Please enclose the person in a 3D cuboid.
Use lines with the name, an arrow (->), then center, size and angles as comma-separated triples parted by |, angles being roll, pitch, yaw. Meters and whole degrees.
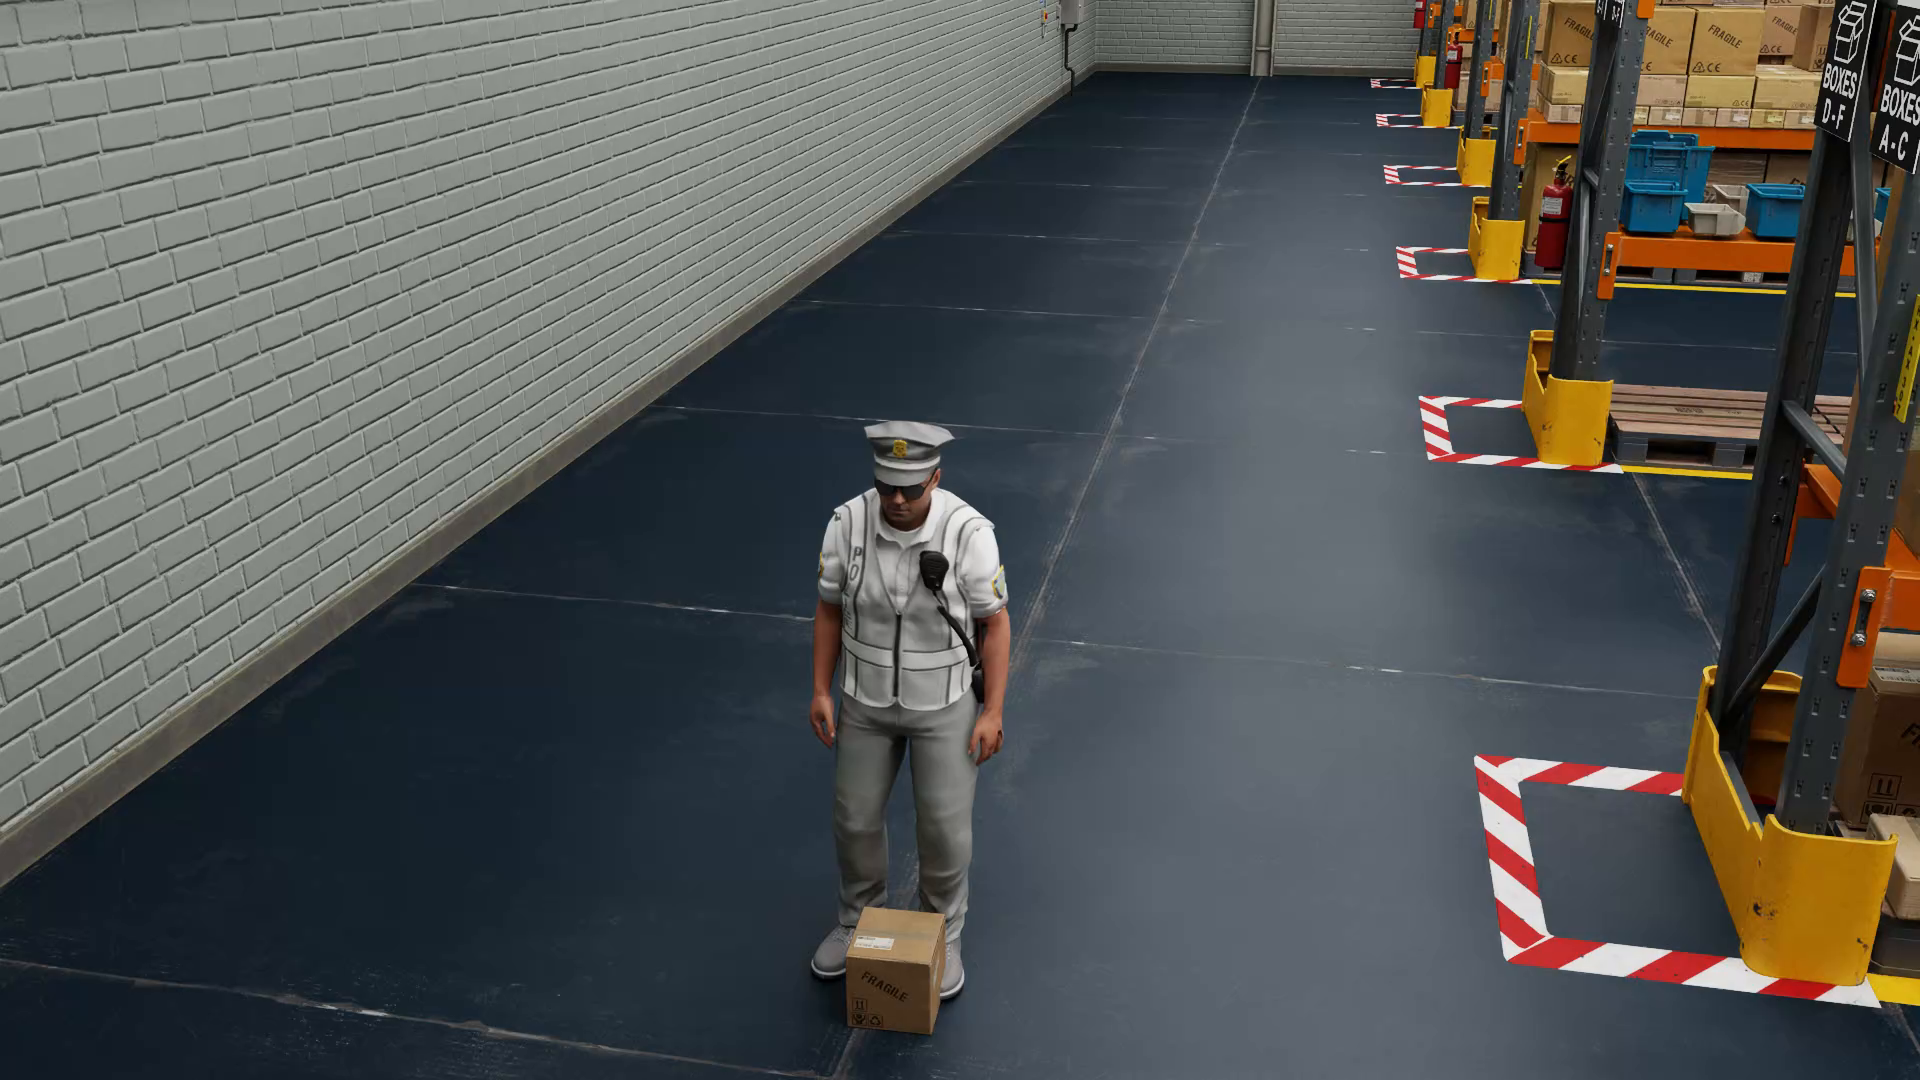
person -> -0.151, 0.474, 4.865 | 0.586, 1.748, 0.468 | 5, 22, 11
